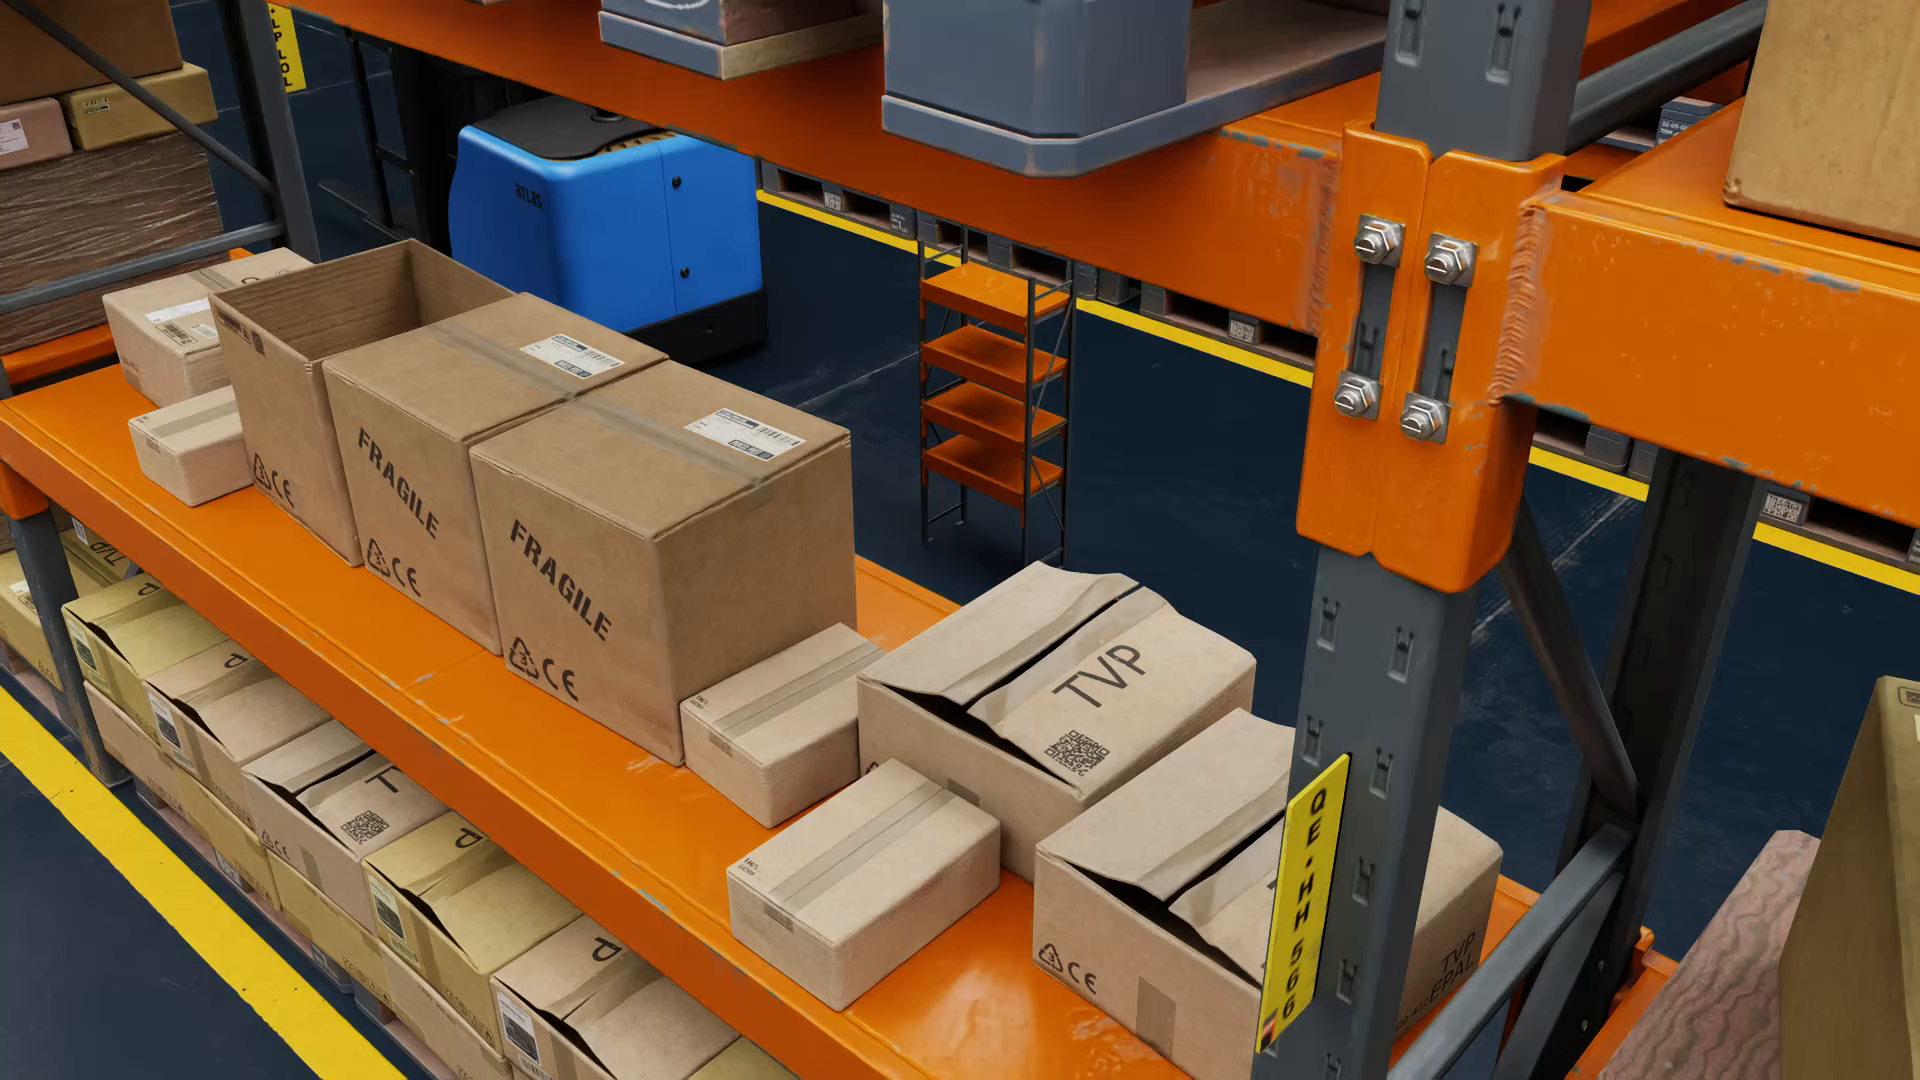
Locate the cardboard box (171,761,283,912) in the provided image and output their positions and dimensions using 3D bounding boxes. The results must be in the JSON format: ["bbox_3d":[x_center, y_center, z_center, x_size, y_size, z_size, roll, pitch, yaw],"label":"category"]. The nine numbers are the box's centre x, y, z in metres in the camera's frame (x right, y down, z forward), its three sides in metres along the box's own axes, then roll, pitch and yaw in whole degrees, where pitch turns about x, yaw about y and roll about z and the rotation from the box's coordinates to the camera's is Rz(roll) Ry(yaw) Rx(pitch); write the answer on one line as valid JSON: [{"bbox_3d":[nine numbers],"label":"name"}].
[{"bbox_3d":[-1.752,0.668,4.491,0.500,0.250,0.500,26,40,36],"label":"cardboard box"}]

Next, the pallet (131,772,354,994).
[{"bbox_3d":[-1.691,0.693,4.895,1.213,0.211,1.003,25,39,35],"label":"pallet"}]

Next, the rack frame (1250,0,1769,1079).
[{"bbox_3d":[0.705,0.641,2.277,0.053,2.616,0.949,25,39,35],"label":"rack frame"}]

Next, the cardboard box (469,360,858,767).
[{"bbox_3d":[-0.552,0.025,3.203,0.500,0.500,0.500,23,38,33],"label":"cardboard box"}]

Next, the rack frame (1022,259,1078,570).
[{"bbox_3d":[0.304,-0.372,5.705,0.015,1.200,0.240,25,39,35],"label":"rack frame"}]

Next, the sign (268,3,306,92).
[{"bbox_3d":[-1.906,-1.415,4.646,0.005,0.325,0.100,25,39,35],"label":"sign"}]

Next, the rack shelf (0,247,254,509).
[{"bbox_3d":[-3.746,-1.126,5.910,4.000,0.370,1.077,25,39,35],"label":"rack shelf"}]

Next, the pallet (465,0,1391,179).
[{"bbox_3d":[0.139,-0.763,1.883,1.003,0.211,1.213,27,40,37],"label":"pallet"}]

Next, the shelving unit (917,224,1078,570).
[{"bbox_3d":[0.123,-0.457,5.845,0.503,1.200,0.258,25,39,35],"label":"shelving unit"}]

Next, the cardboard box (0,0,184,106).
[{"bbox_3d":[-2.596,-1.492,4.465,0.500,0.500,0.700,25,39,35],"label":"cardboard box"}]

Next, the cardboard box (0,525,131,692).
[{"bbox_3d":[-2.754,0.179,5.303,0.500,0.250,0.500,25,39,35],"label":"cardboard box"}]

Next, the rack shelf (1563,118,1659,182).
[{"bbox_3d":[2.541,-1.637,6.759,4.000,0.370,1.077,25,39,35],"label":"rack shelf"}]

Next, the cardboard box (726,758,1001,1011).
[{"bbox_3d":[-0.150,0.544,2.681,0.250,0.149,0.380,25,39,35],"label":"cardboard box"}]

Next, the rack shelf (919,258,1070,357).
[{"bbox_3d":[0.123,-0.793,5.643,0.480,0.148,0.258,25,39,35],"label":"rack shelf"}]

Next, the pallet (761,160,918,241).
[{"bbox_3d":[-0.372,-2.084,9.507,1.213,0.211,1.003,25,39,35],"label":"pallet"}]

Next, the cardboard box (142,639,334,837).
[{"bbox_3d":[-1.756,0.429,4.344,0.500,0.311,0.500,25,39,35],"label":"cardboard box"}]

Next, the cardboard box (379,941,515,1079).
[{"bbox_3d":[-0.990,1.022,3.902,0.500,0.250,0.500,26,40,36],"label":"cardboard box"}]

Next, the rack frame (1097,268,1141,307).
[{"bbox_3d":[1.058,-2.638,7.723,0.127,3.000,1.000,25,39,35],"label":"rack frame"}]

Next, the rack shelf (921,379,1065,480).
[{"bbox_3d":[0.123,-0.399,5.880,0.480,0.148,0.258,25,39,35],"label":"rack shelf"}]

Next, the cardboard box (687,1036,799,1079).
[{"bbox_3d":[-0.241,1.136,3.170,0.500,0.311,0.500,24,39,34],"label":"cardboard box"}]

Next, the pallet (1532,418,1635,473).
[{"bbox_3d":[2.545,-0.752,7.294,1.213,0.211,1.003,25,39,35],"label":"pallet"}]

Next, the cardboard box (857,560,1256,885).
[{"bbox_3d":[0.169,0.297,2.935,0.500,0.311,0.500,25,39,35],"label":"cardboard box"}]

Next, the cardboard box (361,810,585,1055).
[{"bbox_3d":[-0.983,0.786,3.752,0.500,0.311,0.500,26,40,36],"label":"cardboard box"}]

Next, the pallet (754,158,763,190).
[{"bbox_3d":[-1.273,-2.506,10.209,1.213,0.211,1.003,25,39,35],"label":"pallet"}]

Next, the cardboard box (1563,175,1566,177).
[{"bbox_3d":[2.332,-1.498,7.101,0.500,0.250,0.500,24,38,34],"label":"cardboard box"}]

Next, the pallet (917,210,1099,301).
[{"bbox_3d":[0.537,-1.662,8.806,1.213,0.211,1.003,25,39,35],"label":"pallet"}]

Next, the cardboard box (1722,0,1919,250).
[{"bbox_3d":[1.049,-0.548,1.246,0.500,0.500,0.910,25,39,35],"label":"cardboard box"}]

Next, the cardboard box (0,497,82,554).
[{"bbox_3d":[-3.116,-0.320,5.404,0.500,0.500,0.500,25,39,35],"label":"cardboard box"}]

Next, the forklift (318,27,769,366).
[{"bbox_3d":[-2.239,-2.546,7.638,1.130,2.935,3.031,-25,39,-35],"label":"forklift"}]

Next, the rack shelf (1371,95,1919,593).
[{"bbox_3d":[2.186,0.358,0.537,4.000,0.370,1.077,25,39,35],"label":"rack shelf"}]

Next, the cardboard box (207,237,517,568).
[{"bbox_3d":[-1.314,-0.331,3.794,0.500,0.500,0.500,-26,40,-36],"label":"cardboard box"}]

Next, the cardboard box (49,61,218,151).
[{"bbox_3d":[-2.332,-1.230,4.659,0.250,0.149,0.380,25,39,35],"label":"cardboard box"}]
